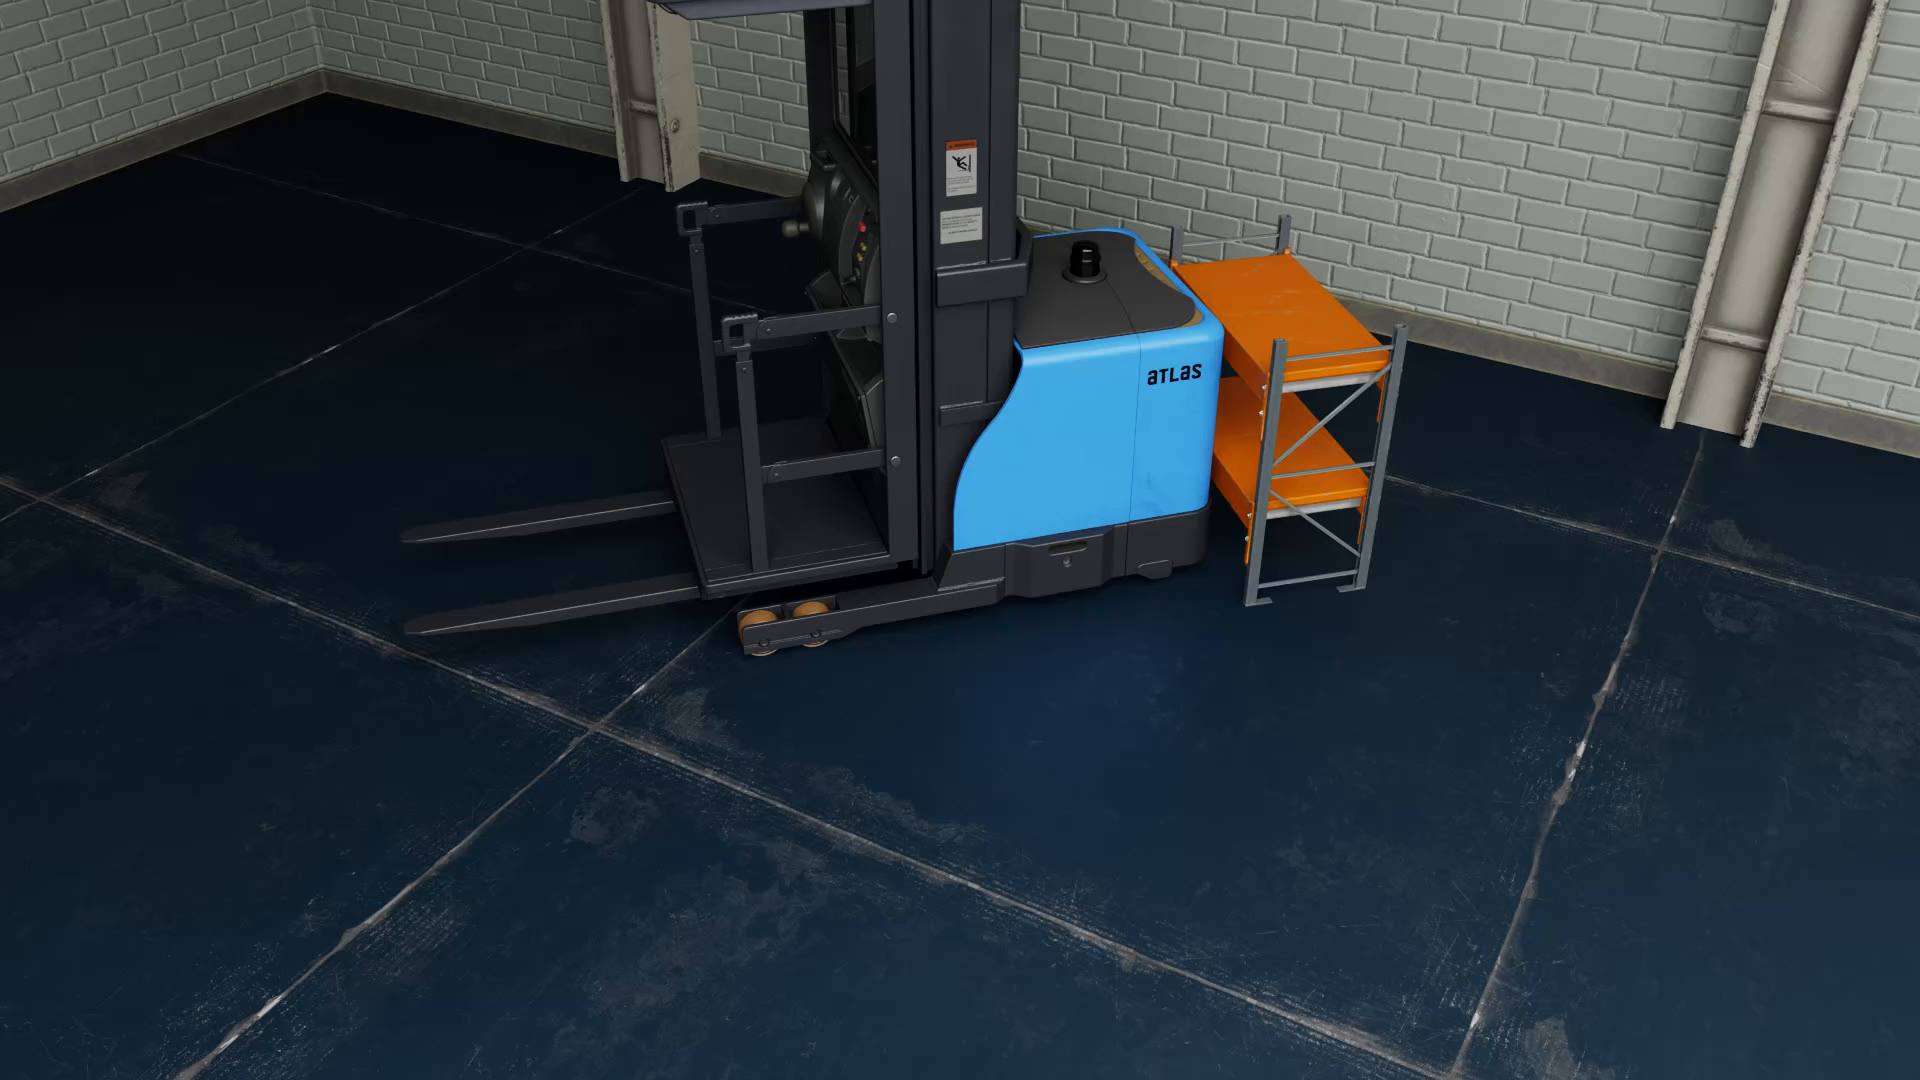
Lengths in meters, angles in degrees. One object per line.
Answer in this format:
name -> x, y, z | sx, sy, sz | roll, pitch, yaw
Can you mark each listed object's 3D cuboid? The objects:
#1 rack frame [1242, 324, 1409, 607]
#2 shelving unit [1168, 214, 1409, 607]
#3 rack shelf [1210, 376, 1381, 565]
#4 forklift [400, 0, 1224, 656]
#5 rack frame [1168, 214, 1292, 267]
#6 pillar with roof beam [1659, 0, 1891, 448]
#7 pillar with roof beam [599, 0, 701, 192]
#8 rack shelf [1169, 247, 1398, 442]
rack frame -> 1.332, -0.254, 6.116 | 0.500, 1.125, 0.032 | -8, 34, -12
shelving unit -> 1.207, -0.527, 6.526 | 0.538, 1.125, 1.048 | -8, 34, -12
rack shelf -> 1.207, -0.323, 6.661 | 0.538, 0.278, 1.000 | -8, 34, -12
forklift -> -0.602, -1.121, 5.789 | 3.031, 2.935, 1.130 | -9, 35, -14
rack frame -> 1.083, -0.800, 6.936 | 0.500, 1.125, 0.032 | -8, 34, -12
pillar with roof beam -> 1.275, -2.208, 1.947 | 0.400, 9.000, 9.100 | 18, 37, 24
pillar with roof beam -> -3.934, -3.858, 4.425 | 0.400, 9.000, 9.100 | 18, 37, 24
rack shelf -> 1.208, -0.771, 6.364 | 0.538, 0.278, 1.000 | -8, 34, -12
